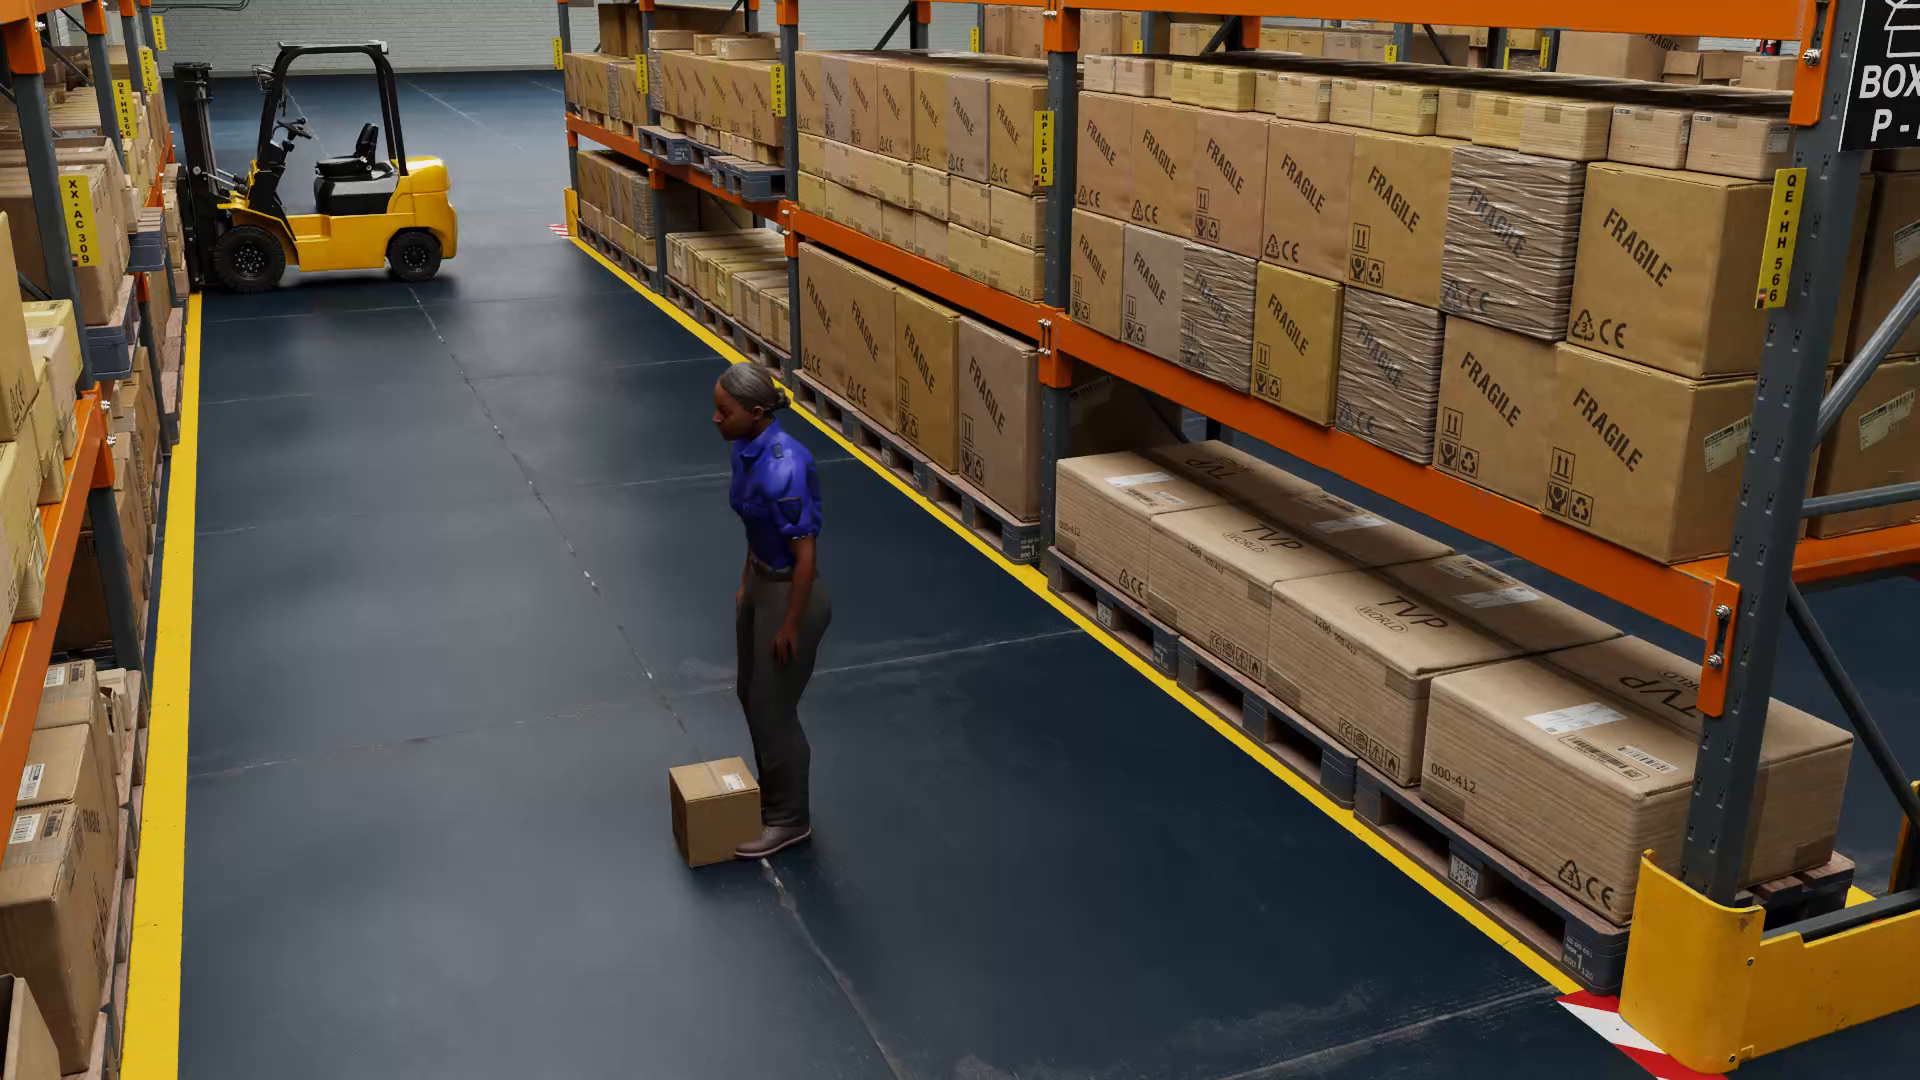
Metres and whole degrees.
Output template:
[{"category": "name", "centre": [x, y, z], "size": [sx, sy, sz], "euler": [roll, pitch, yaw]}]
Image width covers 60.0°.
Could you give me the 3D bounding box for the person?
[{"category": "person", "centre": [-0.634, 0.216, 5.443], "size": [0.392, 1.654, 0.513], "euler": [-8, 21, -22]}]
